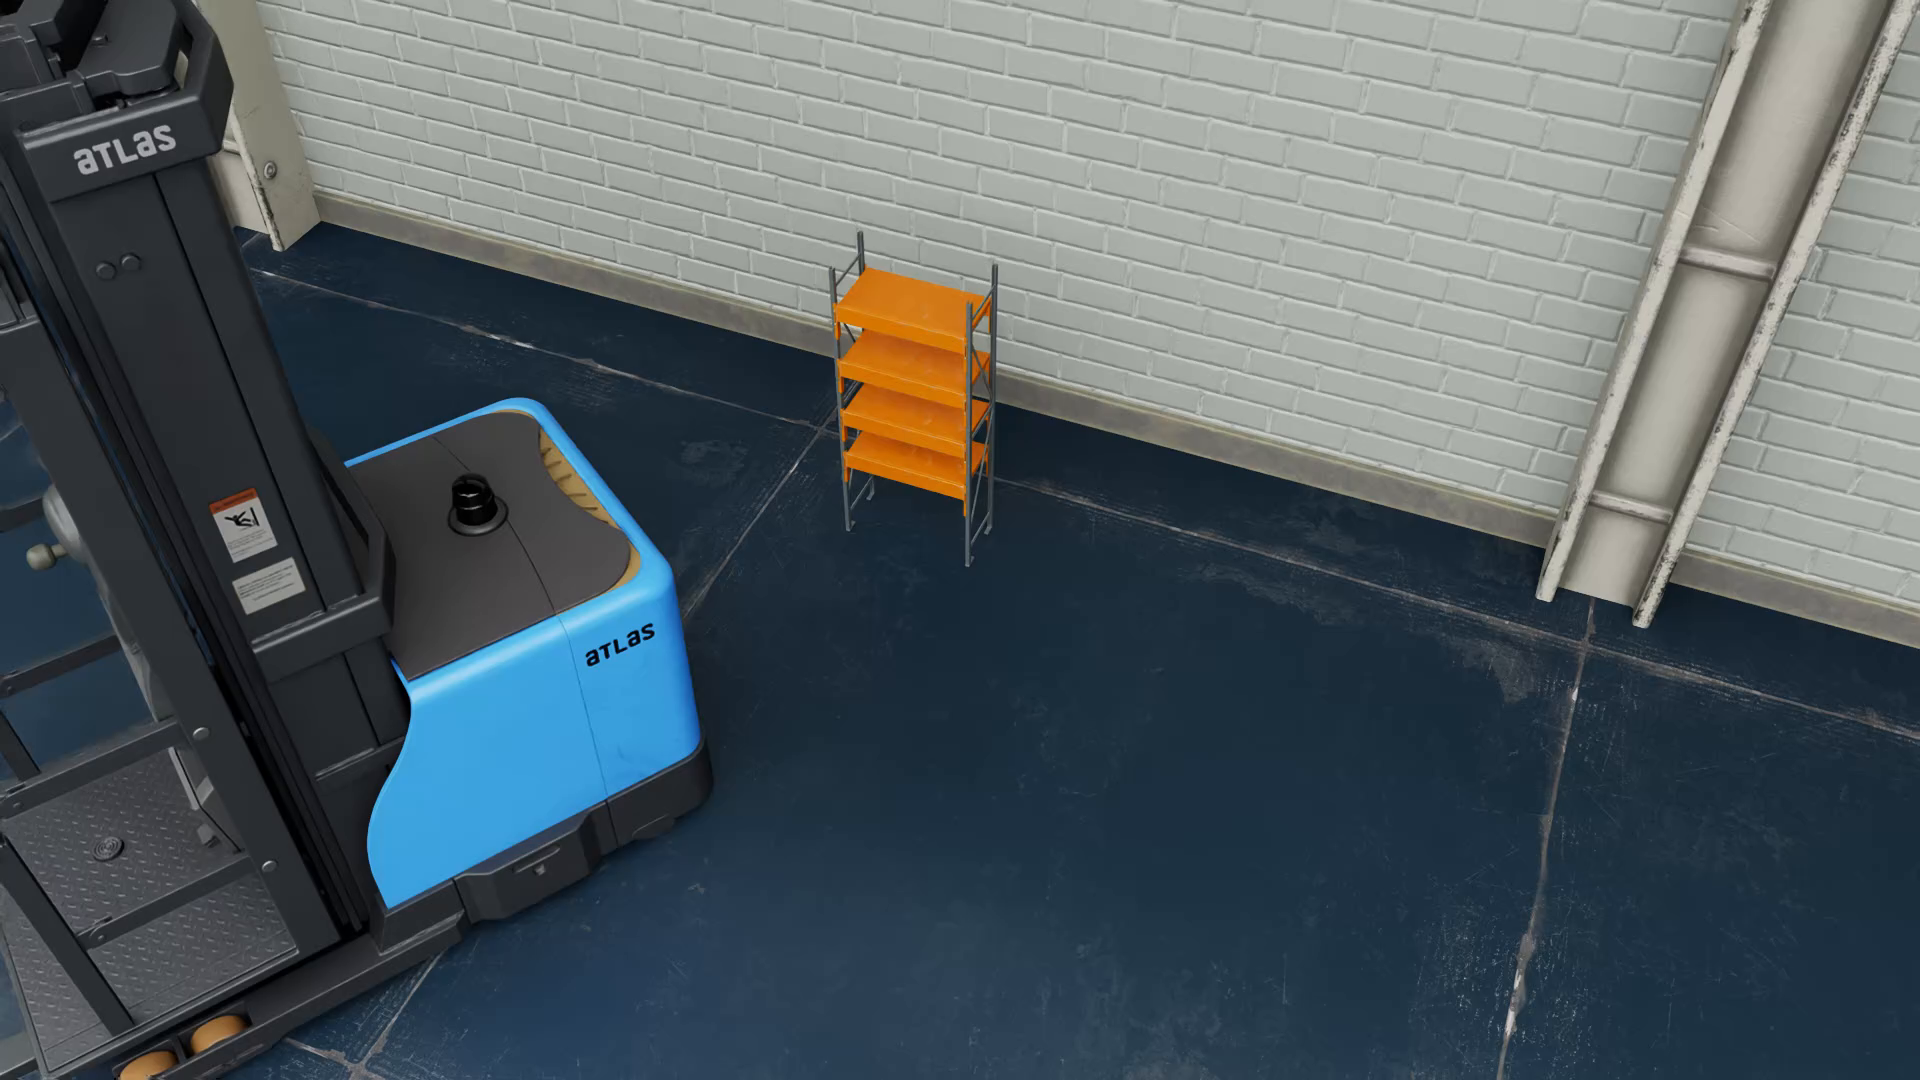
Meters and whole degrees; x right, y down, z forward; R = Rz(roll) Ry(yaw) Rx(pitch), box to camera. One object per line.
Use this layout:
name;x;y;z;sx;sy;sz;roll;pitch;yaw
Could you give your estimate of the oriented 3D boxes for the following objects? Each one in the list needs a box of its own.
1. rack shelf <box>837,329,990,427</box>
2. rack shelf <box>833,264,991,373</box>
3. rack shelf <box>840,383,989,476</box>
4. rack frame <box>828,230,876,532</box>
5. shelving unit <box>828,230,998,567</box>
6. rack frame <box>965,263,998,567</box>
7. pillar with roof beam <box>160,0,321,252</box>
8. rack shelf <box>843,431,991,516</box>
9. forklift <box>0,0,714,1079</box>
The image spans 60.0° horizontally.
rack shelf;-0.153;-0.581;5.762;0.480;0.148;0.258;16;47;16
rack shelf;-0.153;-0.749;5.595;0.480;0.148;0.258;16;47;16
rack shelf;-0.153;-0.423;5.919;0.480;0.148;0.258;16;47;16
rack frame;-0.378;-0.537;5.939;0.015;1.200;0.240;16;47;16
shelving unit;-0.153;-0.470;5.872;0.503;1.200;0.258;16;47;16
rack frame;0.072;-0.404;5.805;0.015;1.200;0.240;16;47;16
pillar with roof beam;-4.864;-1.853;1.732;0.400;9.000;9.100;16;47;16
rack shelf;-0.153;-0.282;6.059;0.480;0.148;0.258;16;47;16
forklift;-2.297;0.121;4.050;3.031;2.935;1.130;-26;50;-24
